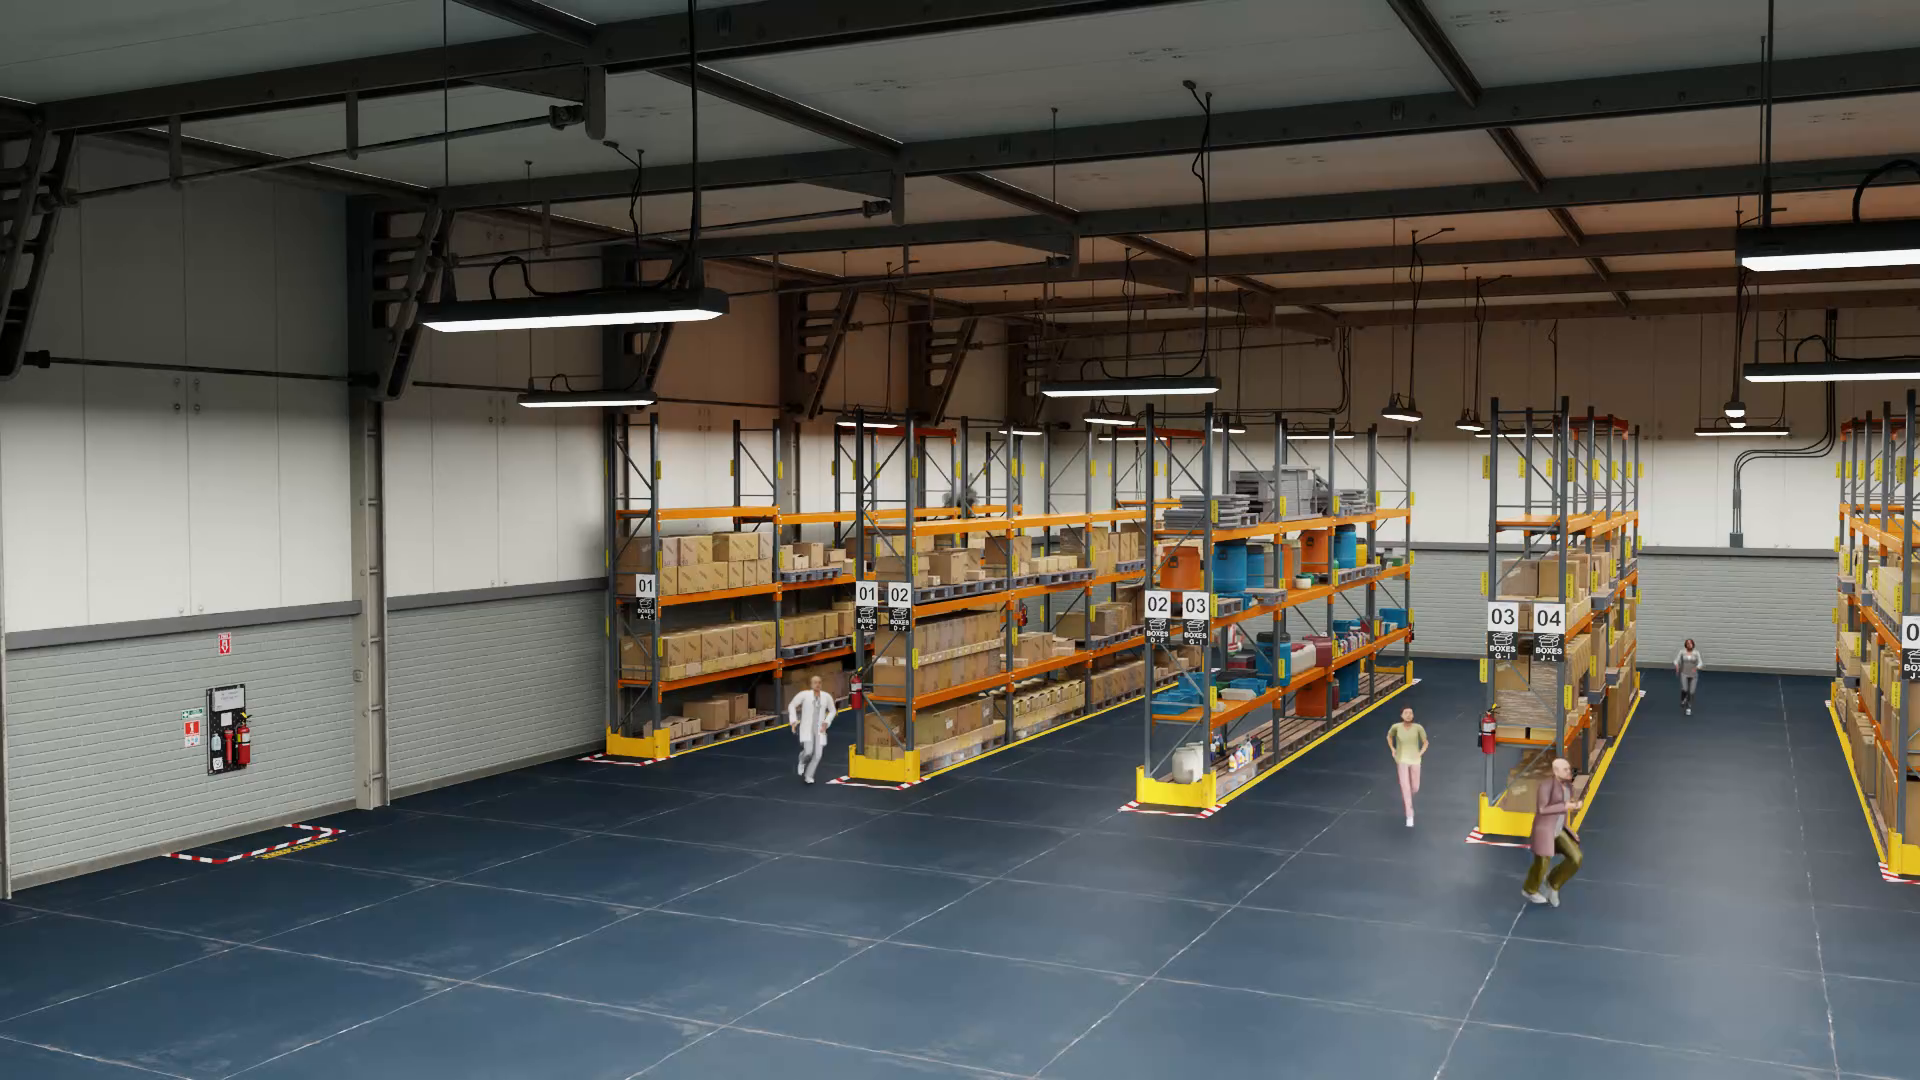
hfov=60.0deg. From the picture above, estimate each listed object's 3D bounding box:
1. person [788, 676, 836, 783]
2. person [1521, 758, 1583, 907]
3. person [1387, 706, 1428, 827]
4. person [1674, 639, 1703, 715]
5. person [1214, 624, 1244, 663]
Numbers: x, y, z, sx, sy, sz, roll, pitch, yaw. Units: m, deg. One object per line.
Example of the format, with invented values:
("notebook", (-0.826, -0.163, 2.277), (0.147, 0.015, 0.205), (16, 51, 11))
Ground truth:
("person", (-2.343, 3.029, 26.601), (0.753, 1.712, 0.597), (-1, 3, -20))
("person", (6.735, 3.322, 18.895), (0.673, 1.723, 0.895), (-1, 3, -26))
("person", (6.414, 3.194, 23.801), (0.552, 1.663, 1.070), (0, 2, 4))
("person", (14.884, 2.796, 33.983), (0.532, 1.559, 0.503), (1, 3, 21))
("person", (5.999, 2.544, 37.280), (0.613, 1.848, 0.793), (1, 3, 21))
